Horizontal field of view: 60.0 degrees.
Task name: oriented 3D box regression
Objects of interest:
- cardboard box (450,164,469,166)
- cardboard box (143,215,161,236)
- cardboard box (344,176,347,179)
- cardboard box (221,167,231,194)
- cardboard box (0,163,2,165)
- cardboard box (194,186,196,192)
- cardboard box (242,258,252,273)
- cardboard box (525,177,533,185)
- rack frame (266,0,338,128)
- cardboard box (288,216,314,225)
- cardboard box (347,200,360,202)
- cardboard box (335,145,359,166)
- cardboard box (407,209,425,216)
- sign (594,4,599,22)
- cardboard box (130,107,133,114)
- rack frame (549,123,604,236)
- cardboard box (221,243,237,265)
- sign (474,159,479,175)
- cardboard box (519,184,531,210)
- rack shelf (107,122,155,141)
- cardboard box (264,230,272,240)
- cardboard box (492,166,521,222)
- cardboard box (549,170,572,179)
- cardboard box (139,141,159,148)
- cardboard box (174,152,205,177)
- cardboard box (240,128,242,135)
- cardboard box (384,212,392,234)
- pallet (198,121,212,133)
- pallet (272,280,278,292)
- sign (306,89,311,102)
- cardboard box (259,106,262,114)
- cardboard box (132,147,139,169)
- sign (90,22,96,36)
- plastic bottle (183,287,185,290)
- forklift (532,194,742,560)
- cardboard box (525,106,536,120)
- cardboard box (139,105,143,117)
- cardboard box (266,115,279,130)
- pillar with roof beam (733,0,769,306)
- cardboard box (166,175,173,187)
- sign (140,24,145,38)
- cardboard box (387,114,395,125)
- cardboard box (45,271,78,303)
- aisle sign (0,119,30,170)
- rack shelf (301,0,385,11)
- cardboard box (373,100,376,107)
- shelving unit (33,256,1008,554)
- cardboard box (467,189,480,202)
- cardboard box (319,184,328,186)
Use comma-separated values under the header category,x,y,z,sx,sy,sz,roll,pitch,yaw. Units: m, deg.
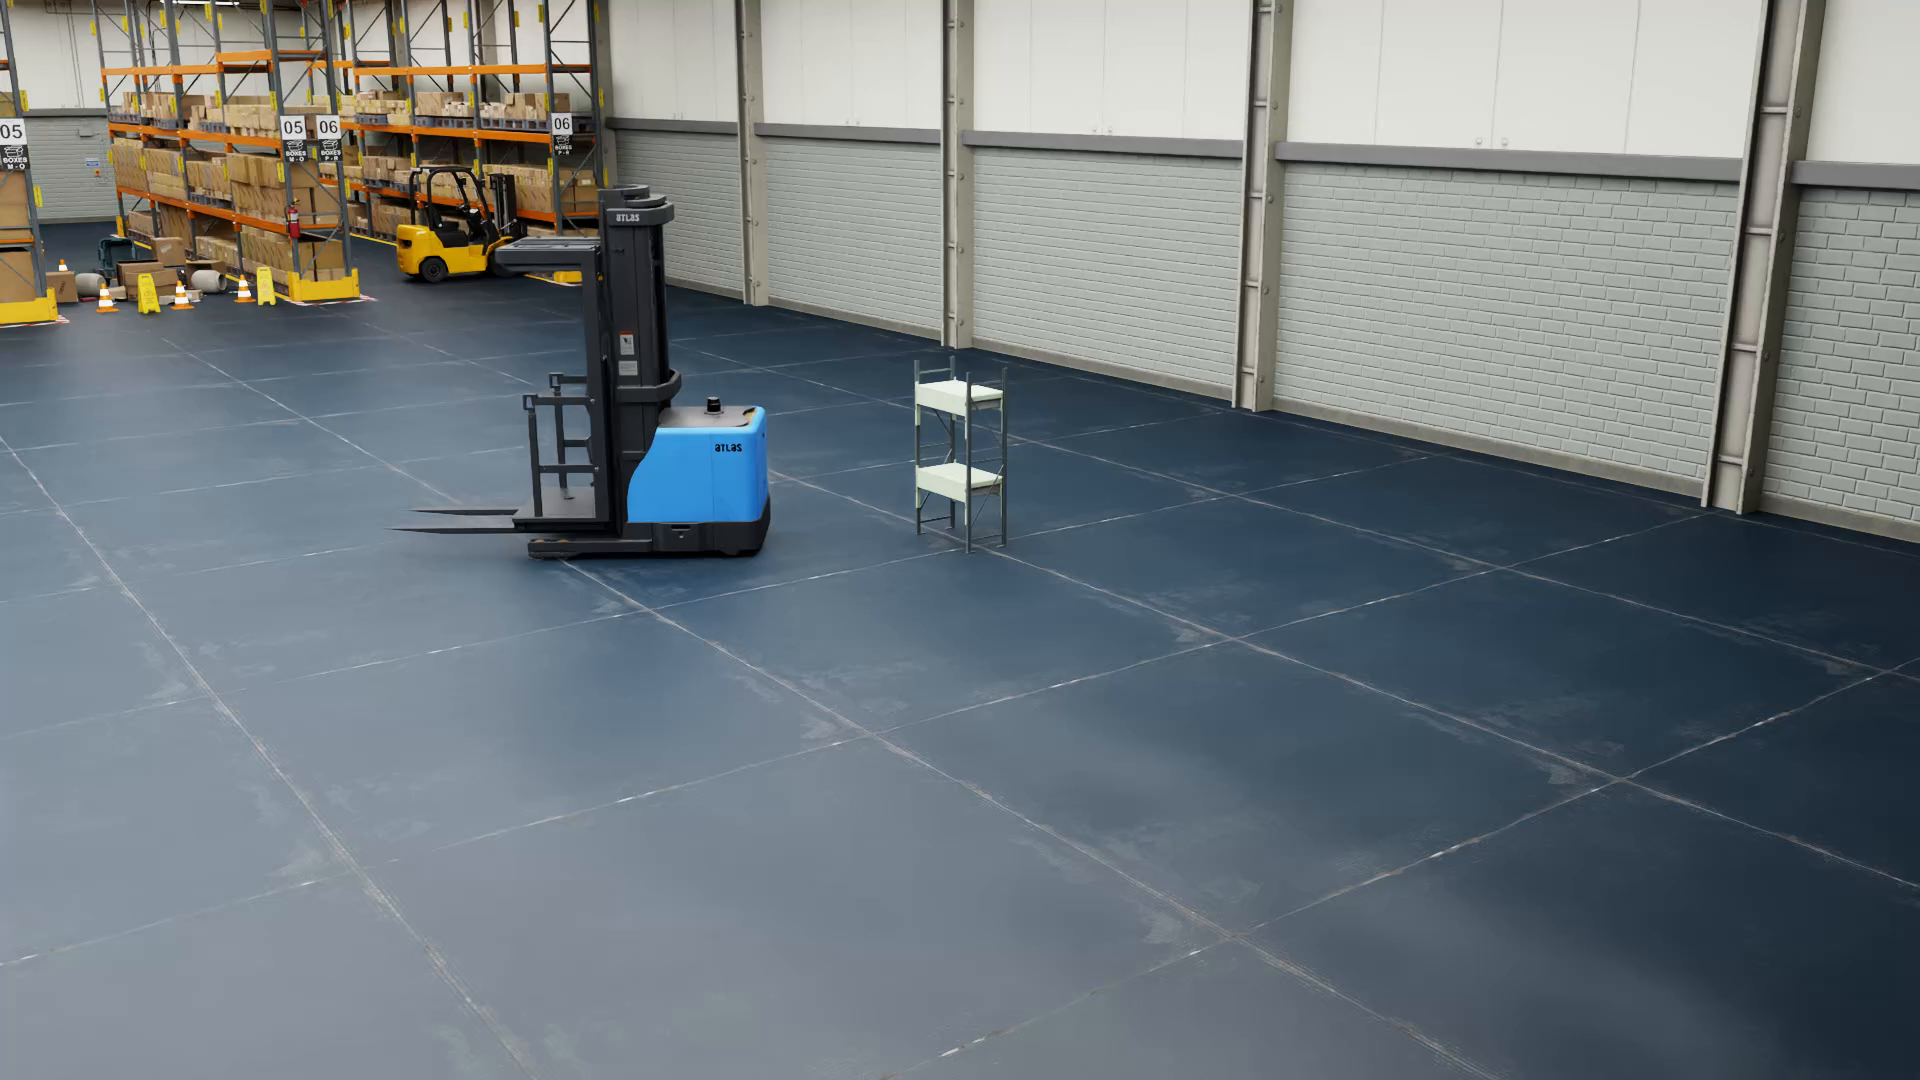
category,x,y,z,sx,sy,sz,roll,pitch,yaw
cardboard box,-11.520,-8.569,38.286,0.380,0.149,0.250,-10,18,-33
cardboard box,-19.293,-7.676,40.499,0.875,0.438,0.875,-12,19,-36
cardboard box,-15.756,-9.379,43.138,0.380,0.149,0.250,-11,19,-35
cardboard box,-14.237,-7.117,32.848,0.500,0.500,0.500,-11,19,-36
cardboard box,-17.118,-6.279,29.007,0.875,0.550,0.550,-11,19,-35
cardboard box,-16.091,-7.497,35.465,0.380,0.149,0.250,-12,19,-38
cardboard box,-13.651,-5.368,32.420,0.500,0.250,0.500,-12,19,-37
cardboard box,-8.455,-7.188,33.237,0.380,0.149,0.250,-12,19,-36
rack frame,-11.428,-8.699,28.813,1.000,3.000,0.127,-11,19,-35
cardboard box,-11.821,-5.731,29.809,0.380,0.149,0.250,-10,18,-33
cardboard box,-16.540,-8.846,44.649,0.797,0.503,0.637,-12,19,-37
cardboard box,-15.892,-9.967,43.111,0.500,0.500,0.500,-10,18,-33
cardboard box,-12.919,-7.777,39.521,0.380,0.149,0.250,-12,19,-36
sign,-6.963,-10.082,31.797,0.100,0.325,0.005,-11,19,-35
cardboard box,-19.274,-10.087,39.059,0.380,0.149,0.250,-10,18,-33
rack frame,-7.415,-6.577,32.423,1.000,3.000,0.127,-11,19,-35
cardboard box,-14.516,-5.859,33.984,0.950,0.372,0.625,-10,18,-31
sign,-10.200,-7.865,35.086,0.100,0.325,0.005,-11,19,-35
cardboard box,-8.516,-6.911,33.455,0.500,0.500,0.500,-11,19,-36
rack shelf,-19.660,-9.895,40.227,1.077,0.370,4.000,-11,19,-35
cardboard box,-13.292,-8.109,35.809,6.076,2.249,9.594,-12,19,-36
cardboard box,-9.444,-7.075,34.609,0.500,1.388,0.500,-11,19,-34
cardboard box,-7.796,-7.125,32.445,0.380,0.149,0.250,-11,19,-34
cardboard box,-18.922,-9.228,38.796,0.380,0.149,0.250,-11,19,-36
cardboard box,-16.647,-8.114,35.957,0.500,0.500,0.500,-11,19,-36
cardboard box,-13.451,-7.780,31.614,0.380,0.149,0.250,-11,19,-34
cardboard box,-13.758,-7.778,40.753,0.500,0.500,0.500,-12,19,-36
pallet,-14.669,-8.385,33.704,1.213,0.211,1.003,-11,19,-35
pallet,-12.635,-4.916,31.638,1.003,0.211,1.213,-11,19,-35
sign,-17.262,-11.777,44.087,0.100,0.325,0.005,-11,19,-35
cardboard box,-12.529,-7.830,30.286,0.380,0.149,0.250,-12,19,-36
cardboard box,-19.276,-9.066,39.434,0.500,0.500,0.500,-11,19,-35
sign,-21.288,-12.558,40.842,0.100,0.325,0.005,-11,19,-35
plastic bottle,-14.538,-4.676,31.043,0.133,0.061,0.283,-7,17,-25
forklift,-13.580,-8.366,27.576,22.833,9.011,32.329,0,15,-2
cardboard box,-8.297,-8.393,32.648,0.396,0.266,0.258,-11,19,-34
cardboard box,-18.473,-9.791,37.945,0.396,0.266,0.258,-11,19,-35
cardboard box,-11.947,-7.391,29.436,0.500,0.250,0.500,-11,19,-35
pillar with roof beam,-7.050,-7.809,25.563,9.100,9.000,0.400,-11,19,-35
cardboard box,-17.244,-7.962,36.820,0.500,0.250,0.500,-11,19,-36
sign,-20.388,-12.686,41.459,0.100,0.325,0.005,-11,19,-35
cardboard box,-13.208,-9.945,39.333,0.500,0.250,0.500,-11,19,-35
cardboard box,-15.982,-4.493,29.540,0.500,0.500,0.500,-7,17,-25
aisle sign,-15.088,-6.301,26.491,0.394,0.787,0.004,-11,19,-35
rack shelf,-15.647,-13.716,42.210,1.077,0.370,4.000,-11,19,-35
cardboard box,-13.837,-10.463,39.866,0.390,0.149,0.265,-12,19,-36
shelving unit,-8.629,-3.863,25.351,6.000,1.500,30.159,-11,19,-35
cardboard box,-10.275,-7.426,35.808,0.500,0.250,0.500,-10,18,-33
cardboard box,-11.789,-6.251,30.482,0.500,0.500,0.500,-10,18,-33
